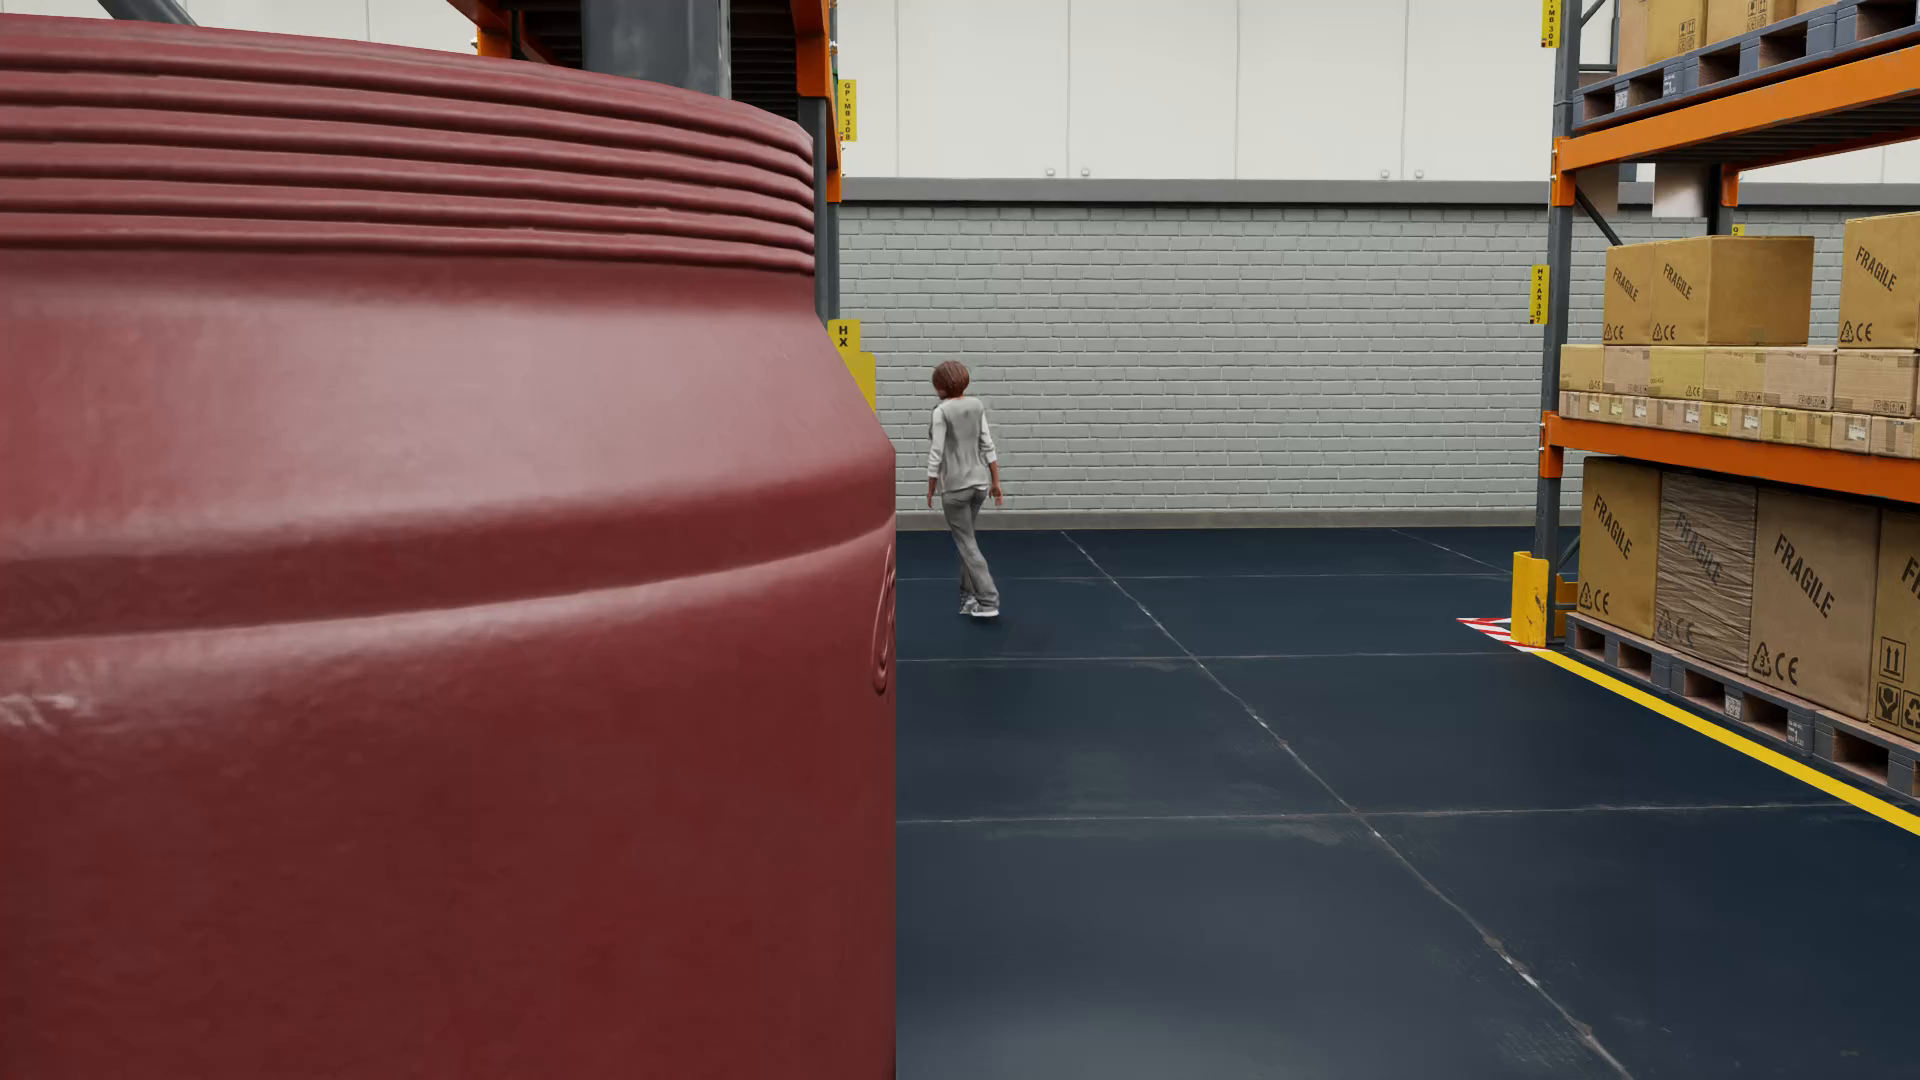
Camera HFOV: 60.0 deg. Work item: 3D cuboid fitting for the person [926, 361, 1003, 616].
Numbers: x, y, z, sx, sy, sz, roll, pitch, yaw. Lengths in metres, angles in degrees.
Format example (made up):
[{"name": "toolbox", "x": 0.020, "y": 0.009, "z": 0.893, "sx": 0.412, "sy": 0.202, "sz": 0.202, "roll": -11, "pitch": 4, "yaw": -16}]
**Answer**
[{"name": "person", "x": 0.023, "y": -0.275, "z": 10.180, "sx": 0.509, "sy": 1.630, "sz": 0.538, "roll": -6, "pitch": 9, "yaw": -42}]
